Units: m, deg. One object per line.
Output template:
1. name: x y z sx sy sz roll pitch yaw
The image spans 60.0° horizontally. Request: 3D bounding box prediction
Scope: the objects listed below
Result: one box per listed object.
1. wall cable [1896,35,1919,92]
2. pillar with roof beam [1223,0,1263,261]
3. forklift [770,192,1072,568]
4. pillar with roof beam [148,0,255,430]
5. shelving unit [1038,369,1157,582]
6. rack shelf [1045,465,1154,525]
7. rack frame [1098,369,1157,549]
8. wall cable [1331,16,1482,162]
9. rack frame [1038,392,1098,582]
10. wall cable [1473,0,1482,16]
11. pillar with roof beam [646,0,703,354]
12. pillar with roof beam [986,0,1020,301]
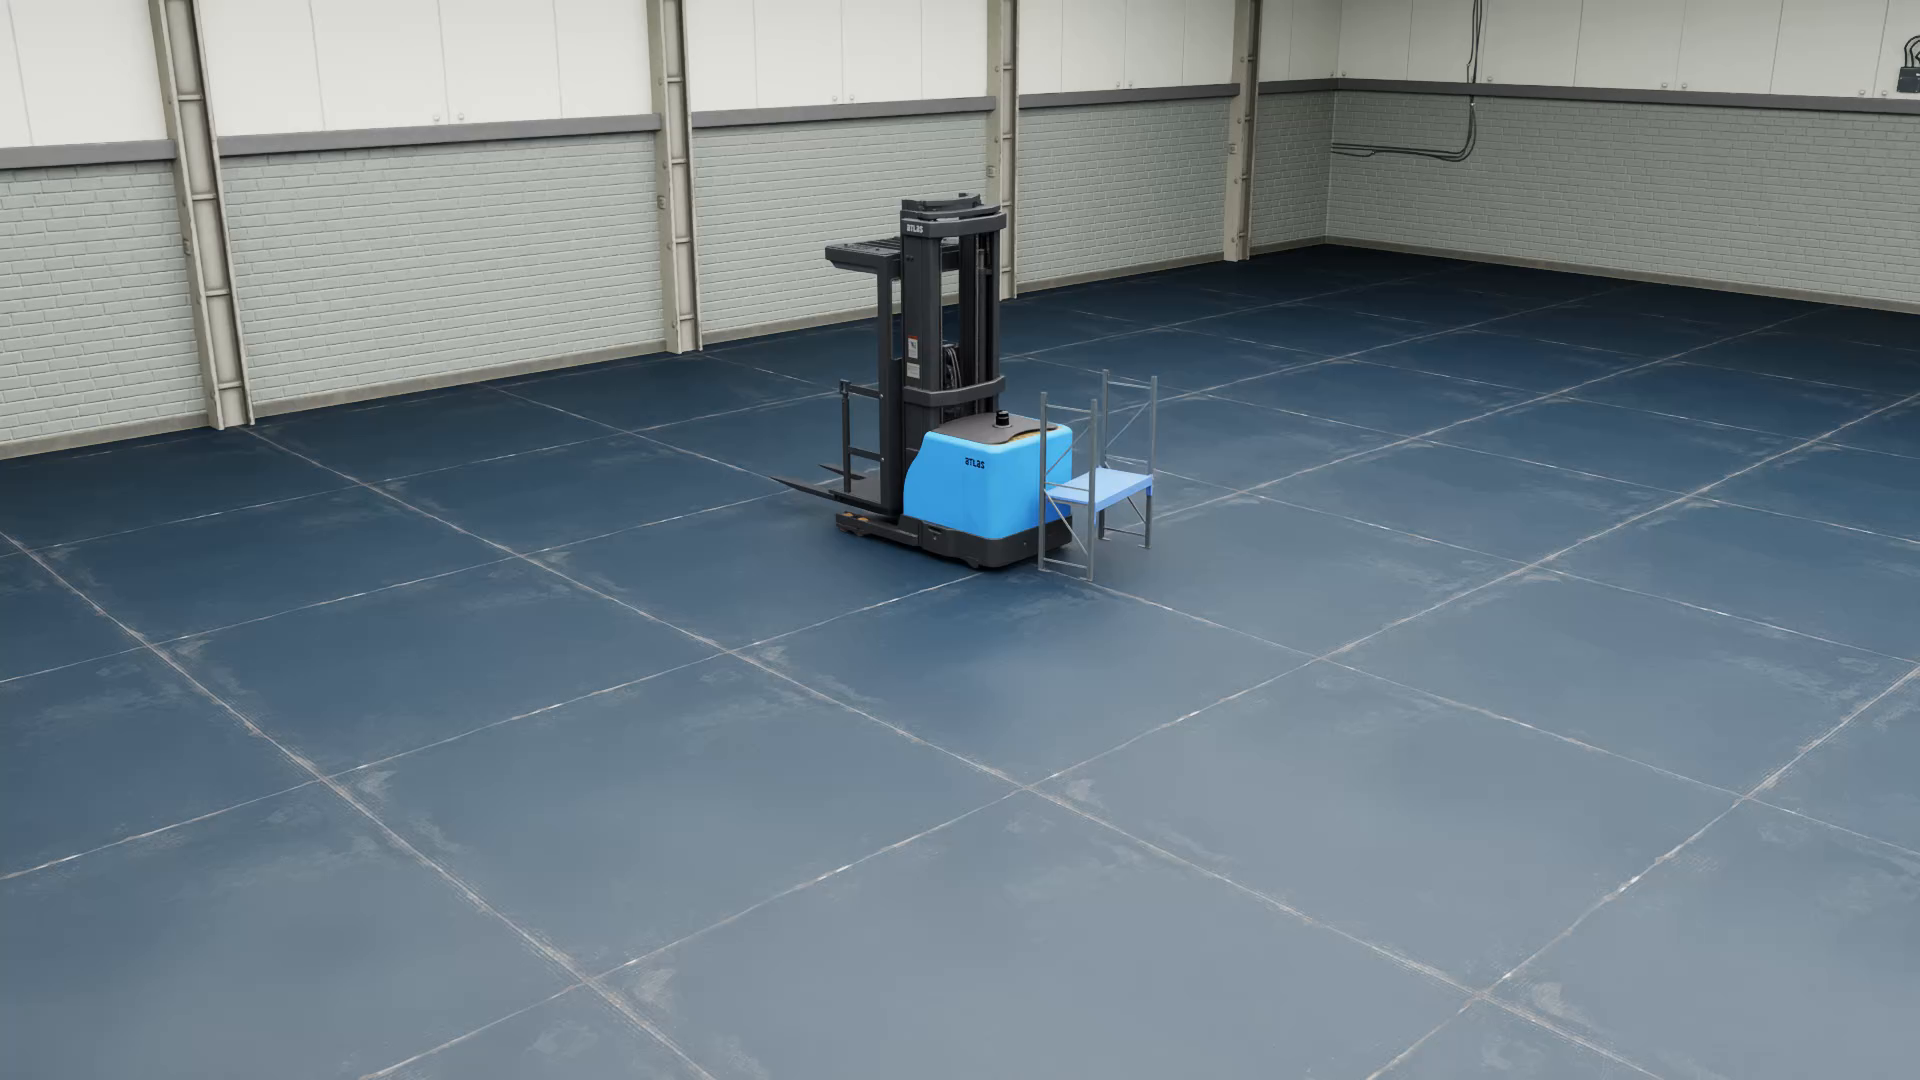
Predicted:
1. wall cable: 14.570 -9.189 22.723 0.169 6.003 2.305 -16 24 -41
2. pillar with roof beam: 7.968 -8.410 25.832 0.400 9.000 9.100 -16 24 -41
3. forklift: -0.456 -1.528 14.446 3.031 2.935 1.130 16 24 41
4. pillar with roof beam: -5.111 -4.596 14.068 0.400 9.000 9.100 -16 24 -41
5. shelving unit: 1.141 -0.554 13.762 0.538 1.500 1.048 12 21 32
6. rack shelf: 1.141 -0.383 13.818 0.538 0.185 1.000 12 21 32
7. rack frame: 1.422 -0.685 14.165 0.500 1.500 0.032 12 21 32
8. wall cable: 8.059 -8.225 30.298 0.112 2.526 3.097 -16 24 -41
9. rack frame: 0.860 -0.424 13.359 0.500 1.500 0.032 12 21 32
10. wall cable: 9.918 -10.022 27.649 0.112 2.526 3.097 -16 24 -41
11. pillar with roof beam: -0.752 -5.867 17.990 0.400 9.000 9.100 -16 24 -41
12. pillar with roof beam: 3.608 -7.138 21.911 0.400 9.000 9.100 -16 24 -41
